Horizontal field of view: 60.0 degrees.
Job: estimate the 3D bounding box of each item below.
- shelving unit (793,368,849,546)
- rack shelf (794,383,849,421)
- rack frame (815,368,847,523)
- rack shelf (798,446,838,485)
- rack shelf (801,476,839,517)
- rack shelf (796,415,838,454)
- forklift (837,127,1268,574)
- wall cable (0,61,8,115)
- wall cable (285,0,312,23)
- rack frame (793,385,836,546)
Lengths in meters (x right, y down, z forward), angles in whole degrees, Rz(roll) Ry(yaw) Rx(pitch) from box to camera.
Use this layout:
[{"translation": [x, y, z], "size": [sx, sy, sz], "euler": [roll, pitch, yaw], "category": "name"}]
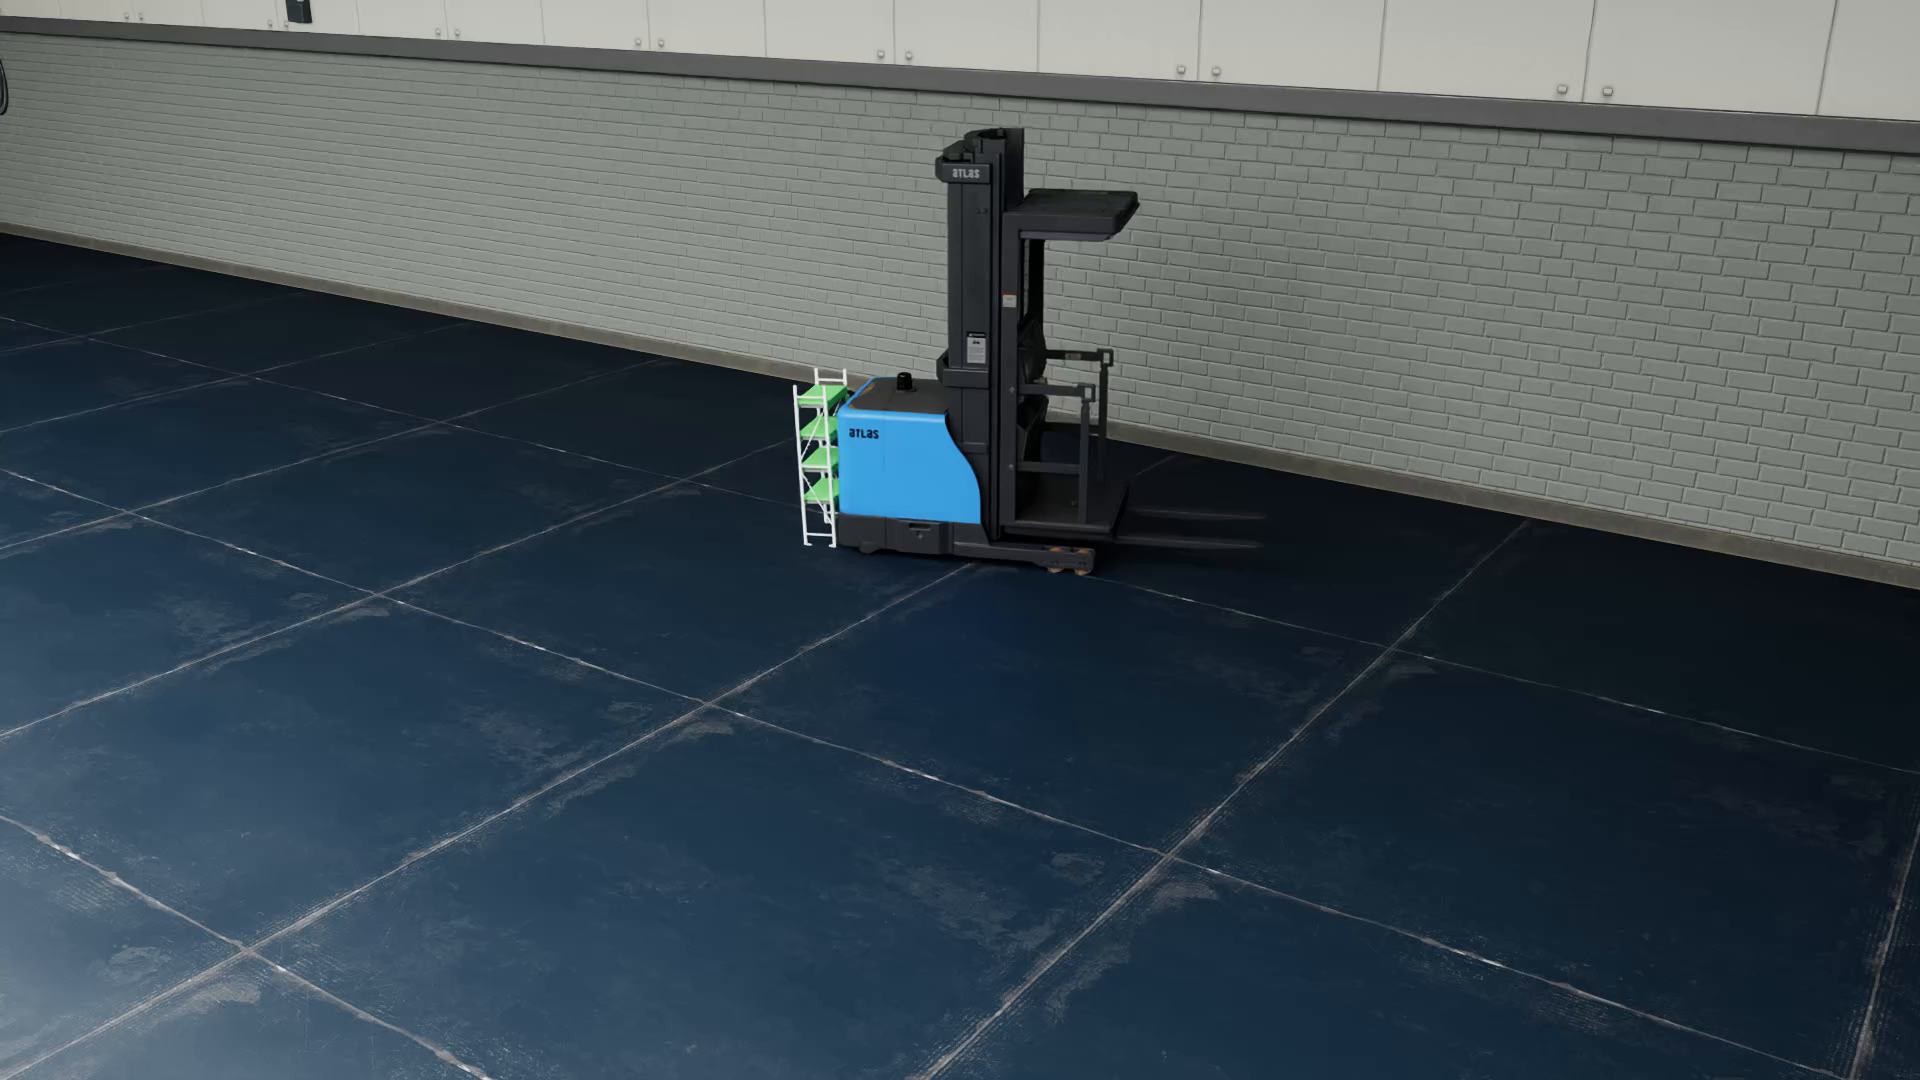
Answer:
[{"translation": [-0.985, -0.608, 12.166], "size": [0.258, 1.200, 0.503], "euler": [3, 20, 13], "category": "shelving unit"}, {"translation": [-1.000, -1.000, 12.025], "size": [0.258, 0.148, 0.480], "euler": [3, 20, 13], "category": "rack shelf"}, {"translation": [-0.929, -0.691, 12.389], "size": [0.240, 1.200, 0.015], "euler": [3, 20, 13], "category": "rack frame"}, {"translation": [-0.983, -0.548, 12.188], "size": [0.258, 0.148, 0.480], "euler": [3, 20, 13], "category": "rack shelf"}, {"translation": [-0.974, -0.323, 12.269], "size": [0.258, 0.148, 0.480], "euler": [3, 20, 13], "category": "rack shelf"}, {"translation": [-0.991, -0.774, 12.107], "size": [0.258, 0.148, 0.480], "euler": [3, 20, 13], "category": "rack shelf"}, {"translation": [0.692, -1.338, 11.657], "size": [3.031, 2.935, 1.130], "euler": [4, 21, 11], "category": "forklift"}, {"translation": [-14.664, -7.415, 23.816], "size": [3.097, 2.526, 0.112], "euler": [13, 24, 32], "category": "wall cable"}, {"translation": [-6.822, -8.611, 17.670], "size": [2.305, 6.003, 0.169], "euler": [13, 24, 32], "category": "wall cable"}, {"translation": [-1.041, -0.526, 11.944], "size": [0.240, 1.200, 0.015], "euler": [3, 20, 13], "category": "rack frame"}]
